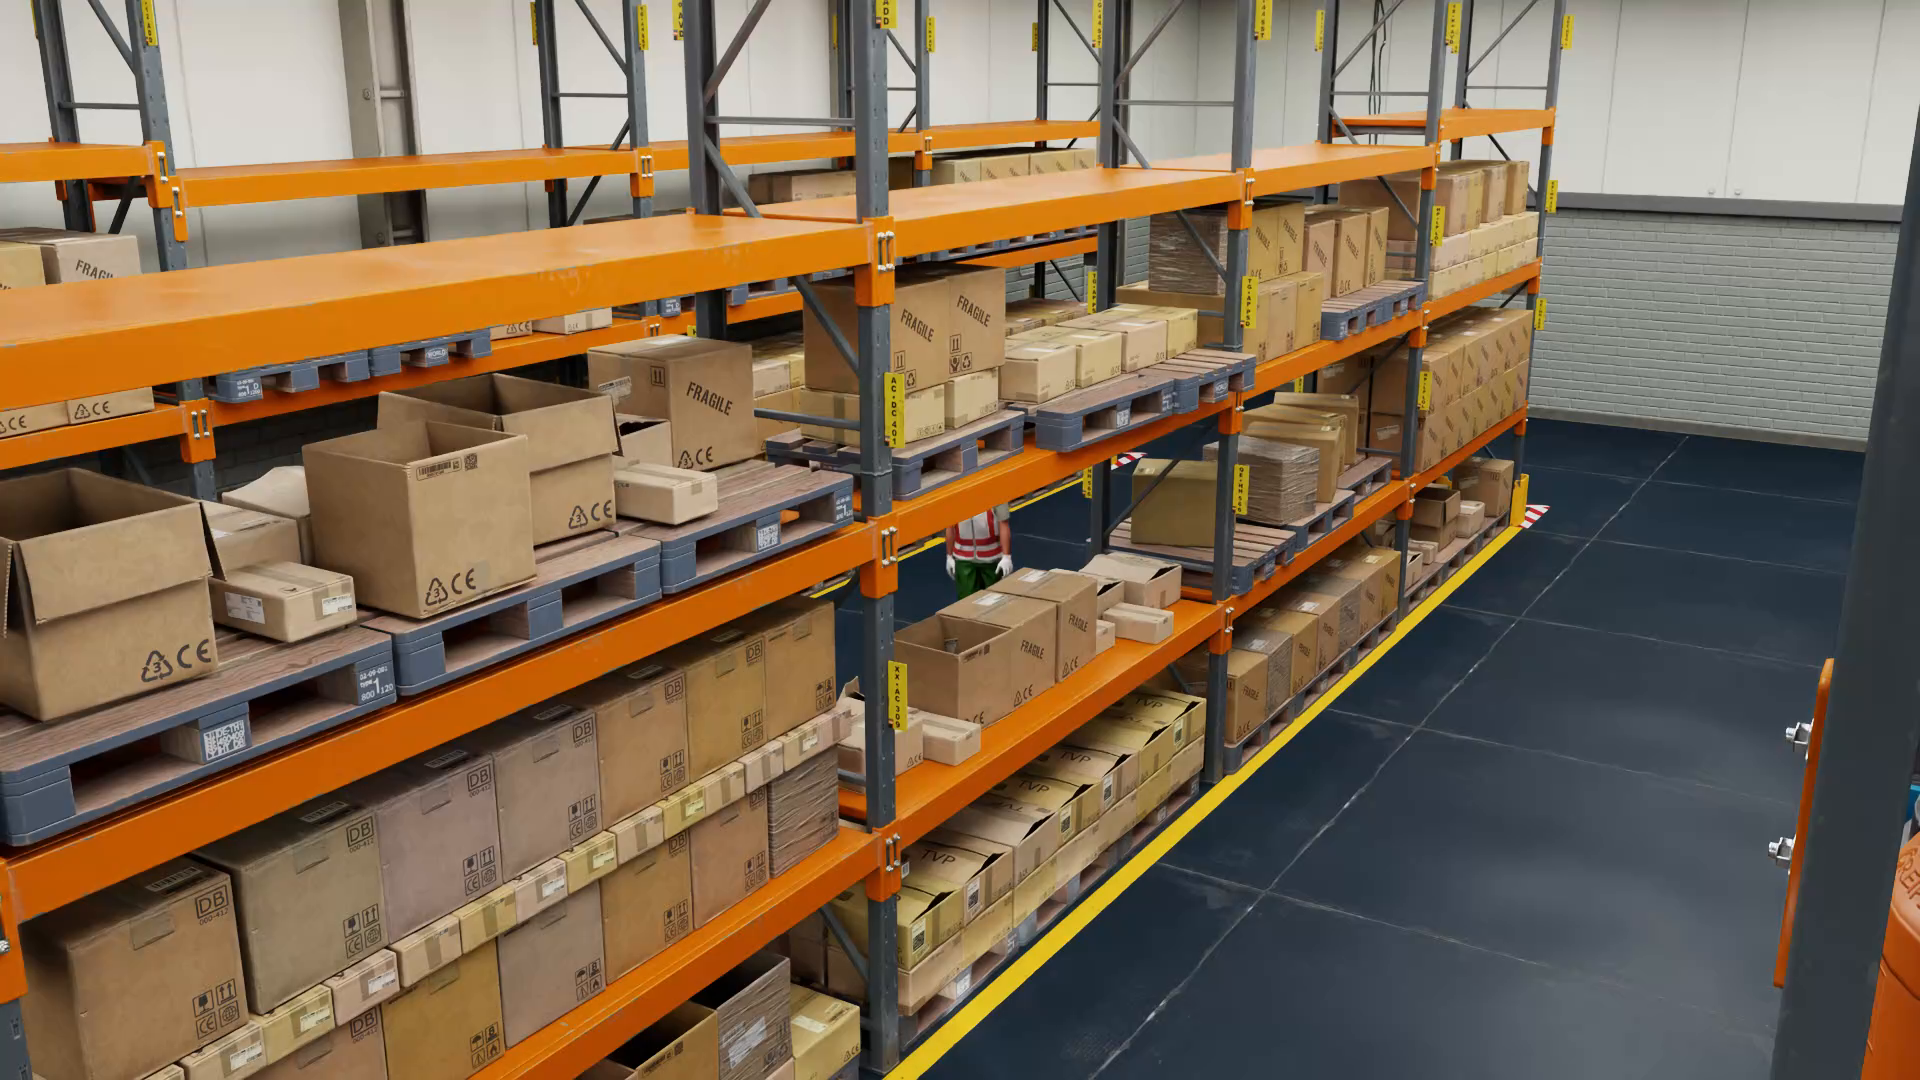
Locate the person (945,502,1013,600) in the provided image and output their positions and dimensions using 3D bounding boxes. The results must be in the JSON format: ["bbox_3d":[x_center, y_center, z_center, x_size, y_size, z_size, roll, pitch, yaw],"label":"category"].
[{"bbox_3d":[0.161,0.145,13.479,0.583,1.778,0.798,2,16,8],"label":"person"}]
